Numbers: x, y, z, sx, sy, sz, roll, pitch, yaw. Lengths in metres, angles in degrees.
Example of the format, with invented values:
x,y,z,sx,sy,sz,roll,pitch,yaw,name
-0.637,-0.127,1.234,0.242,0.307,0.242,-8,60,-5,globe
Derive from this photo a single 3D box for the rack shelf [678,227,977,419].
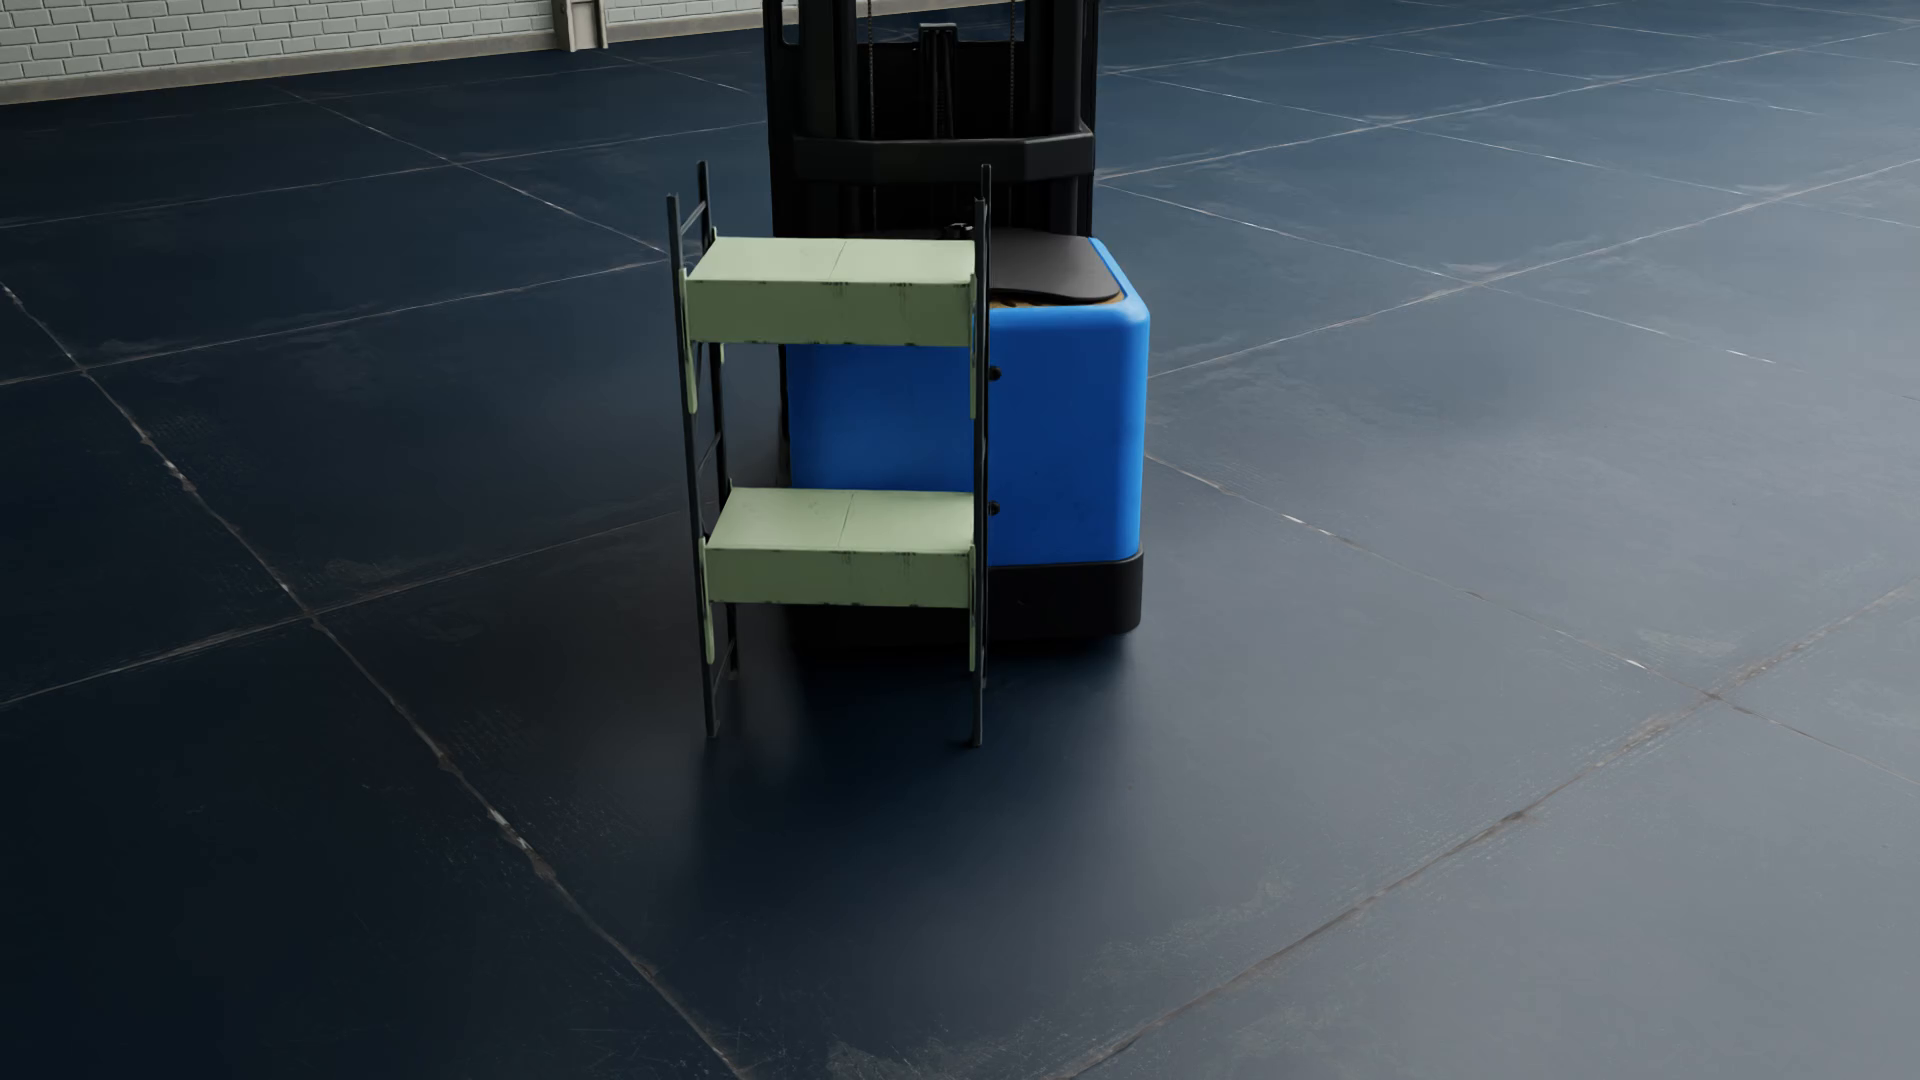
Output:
x,y,z,sx,sy,sz,roll,pitch,yaw,name
-0.309,-0.562,4.252,0.720,0.370,0.431,1,25,3,rack shelf

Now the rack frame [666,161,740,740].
x,y,z,sx,sy,sz,roll,pitch,yaw,name
-0.674,-0.216,4.435,0.023,1.500,0.400,1,25,3,rack frame

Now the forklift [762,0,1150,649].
x,y,z,sx,sy,sz,roll,pitch,yaw,name
-0.120,-1.595,5.706,1.130,2.935,3.031,-3,25,-5,forklift

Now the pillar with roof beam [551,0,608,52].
x,y,z,sx,sy,sz,roll,pitch,yaw,name
-0.950,-7.351,10.900,0.400,9.000,9.100,-18,31,-34,pillar with roof beam

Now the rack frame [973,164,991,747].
x,y,z,sx,sy,sz,roll,pitch,yaw,name
0.057,-0.200,4.398,0.023,1.500,0.400,1,25,3,rack frame

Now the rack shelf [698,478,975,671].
x,y,z,sx,sy,sz,roll,pitch,yaw,name
-0.309,0.088,4.554,0.720,0.370,0.431,1,25,3,rack shelf

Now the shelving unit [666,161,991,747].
x,y,z,sx,sy,sz,roll,pitch,yaw,name
-0.309,-0.208,4.417,0.755,1.500,0.431,1,25,3,shelving unit
